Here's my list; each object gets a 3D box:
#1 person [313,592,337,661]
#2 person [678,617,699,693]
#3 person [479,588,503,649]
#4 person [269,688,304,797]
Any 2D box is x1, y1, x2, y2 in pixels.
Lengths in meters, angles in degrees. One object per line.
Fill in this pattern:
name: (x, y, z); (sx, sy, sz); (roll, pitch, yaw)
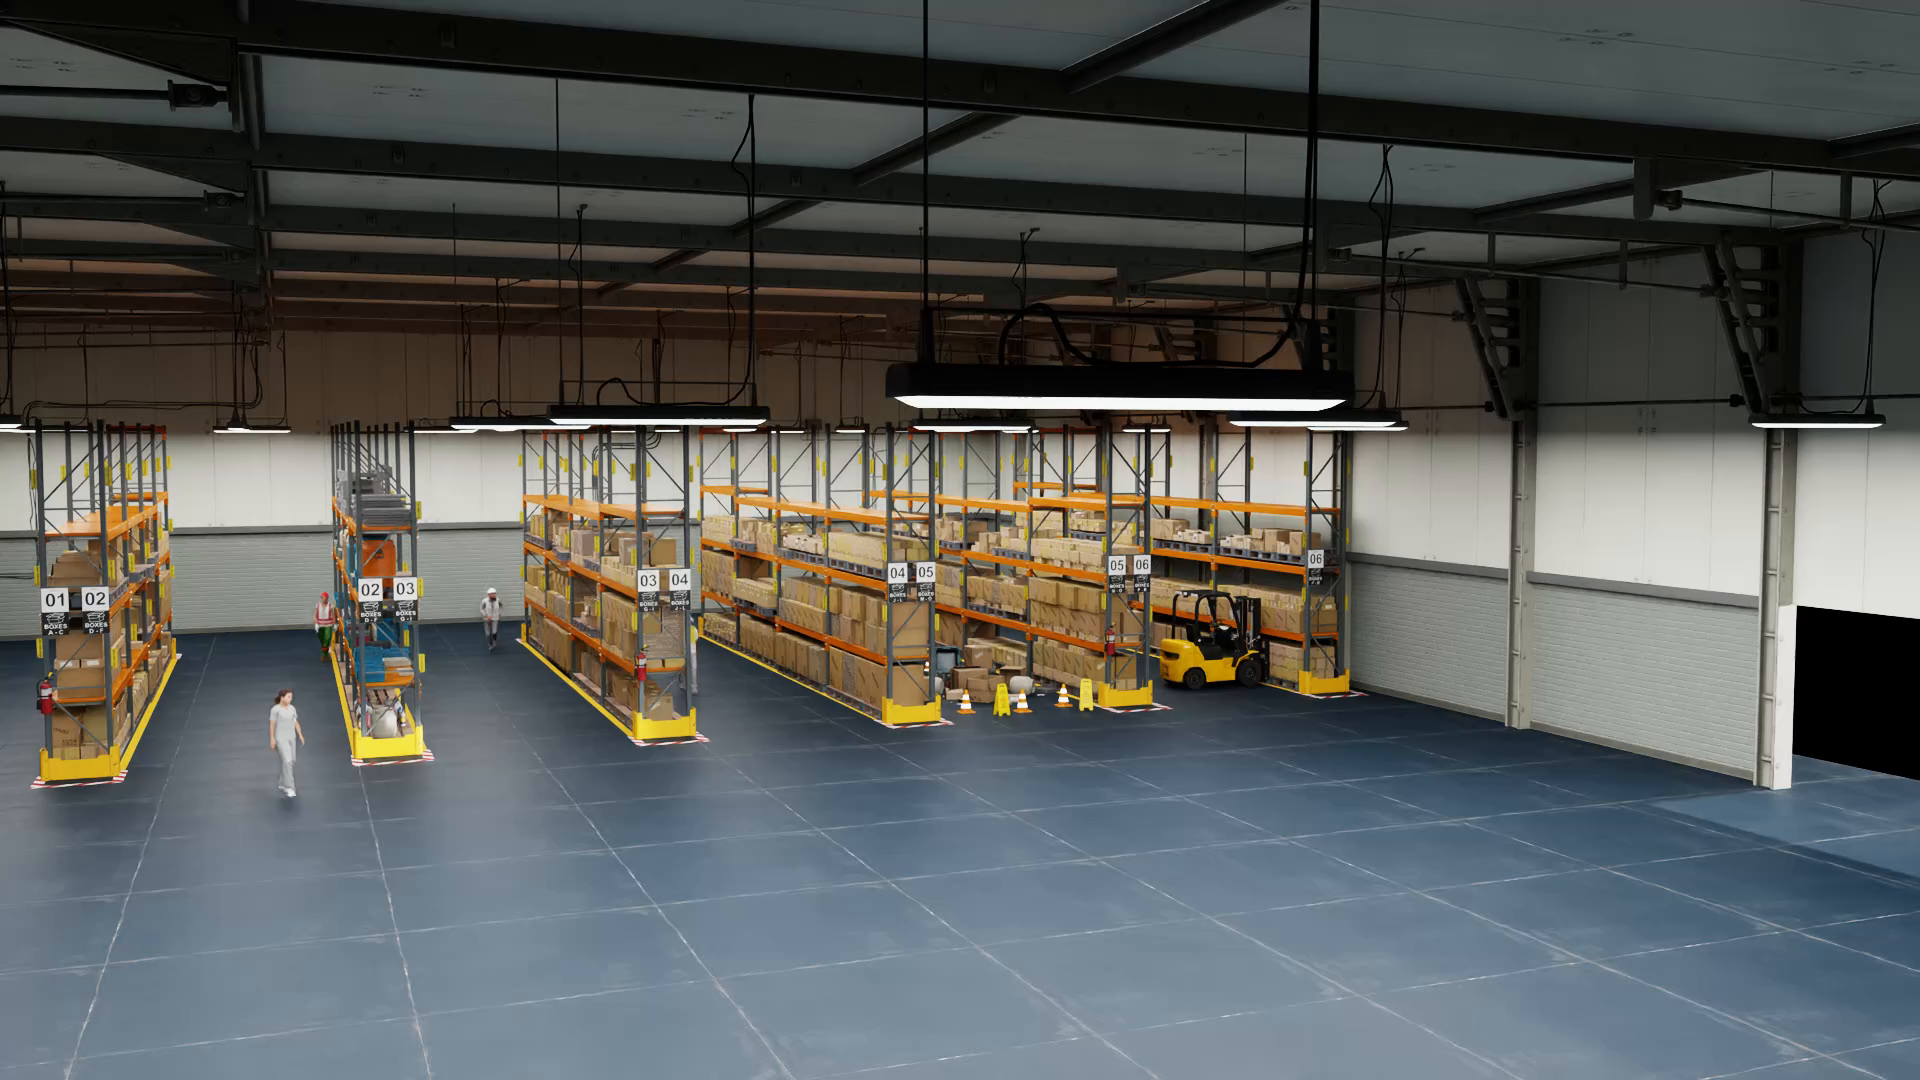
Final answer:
person: (-16.170, 2.193, 42.295); (0.546, 1.729, 0.992); (-1, 4, -11)
person: (-6.066, 2.530, 37.143); (0.562, 1.709, 0.974); (-2, 4, -30)
person: (-12.536, 2.105, 44.464); (0.602, 1.682, 0.724); (-1, 4, -12)
person: (-10.755, 3.239, 26.652); (0.591, 1.721, 0.466); (2, 4, 27)
